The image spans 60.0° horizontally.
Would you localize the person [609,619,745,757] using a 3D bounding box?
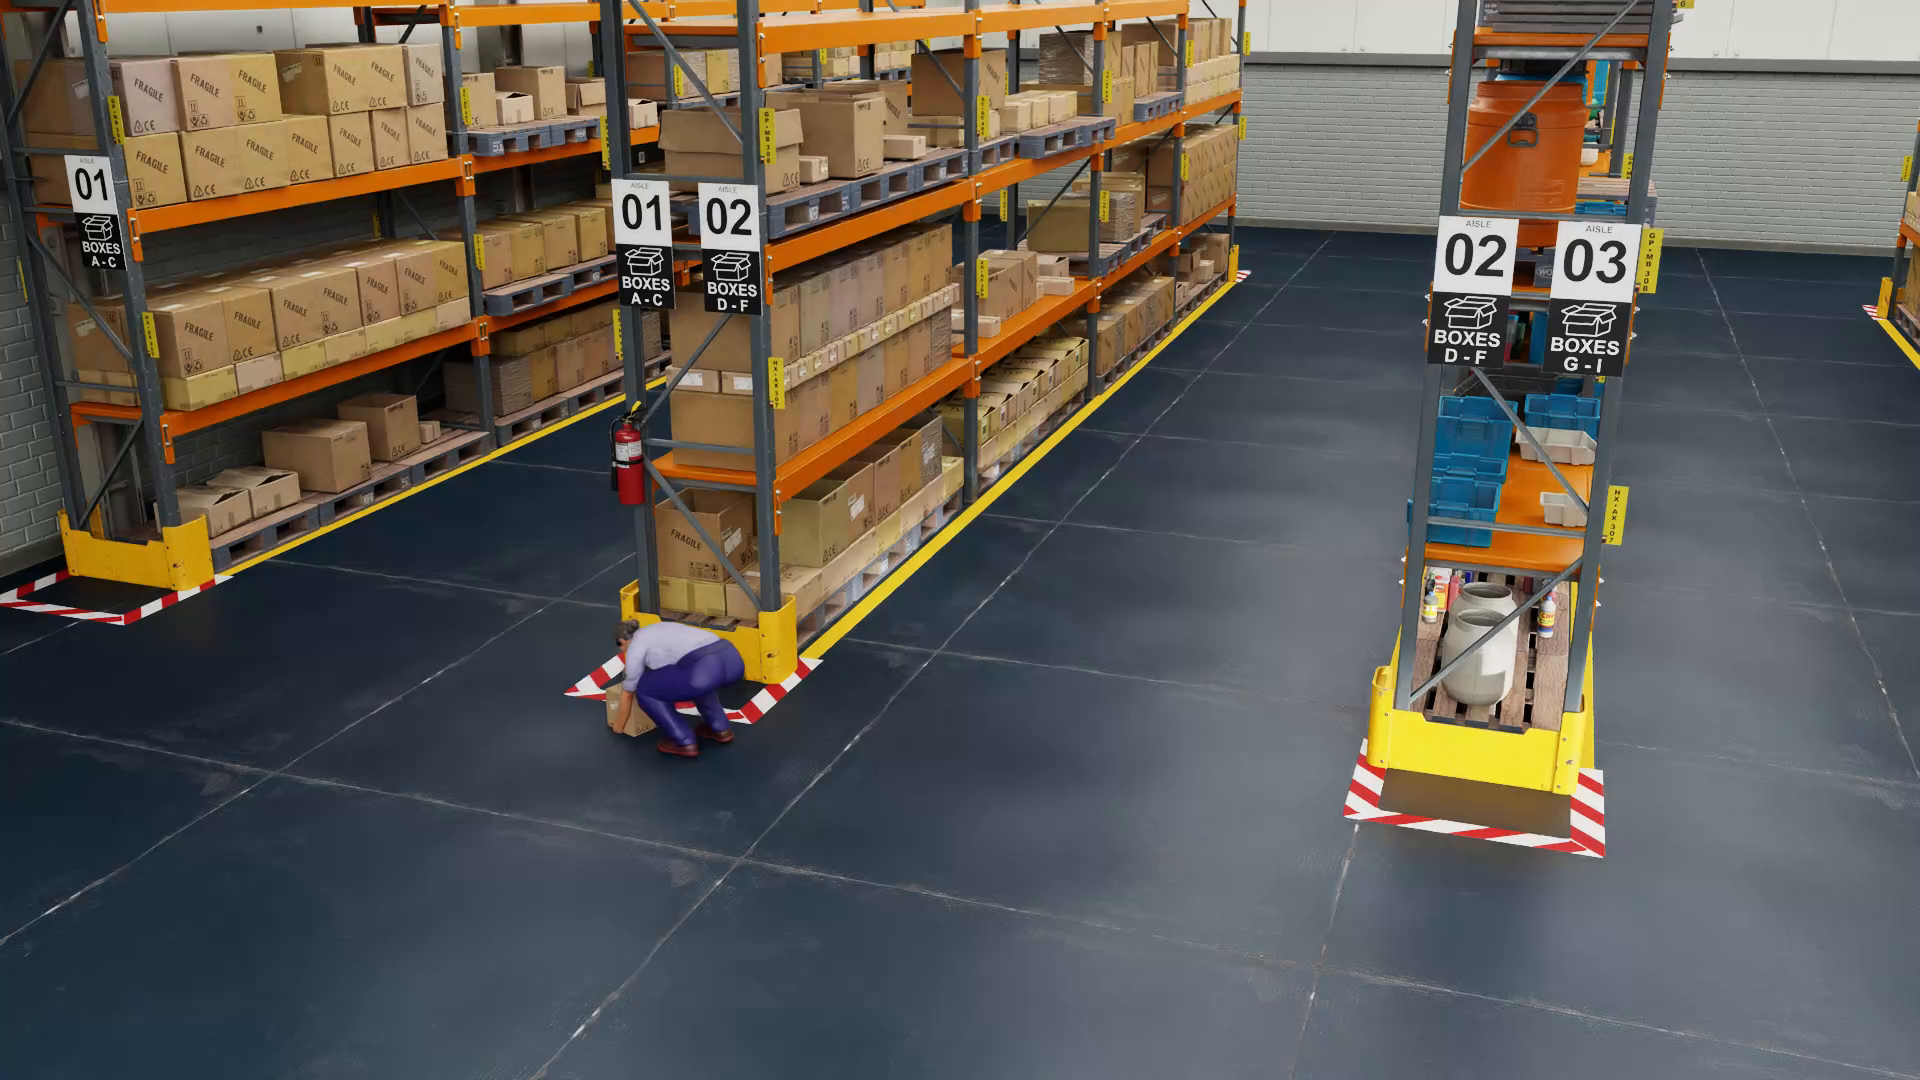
[{"bbox_3d":[-1.709,0.867,9.992,0.901,0.743,0.511,14,23,36],"label":"person"}]
